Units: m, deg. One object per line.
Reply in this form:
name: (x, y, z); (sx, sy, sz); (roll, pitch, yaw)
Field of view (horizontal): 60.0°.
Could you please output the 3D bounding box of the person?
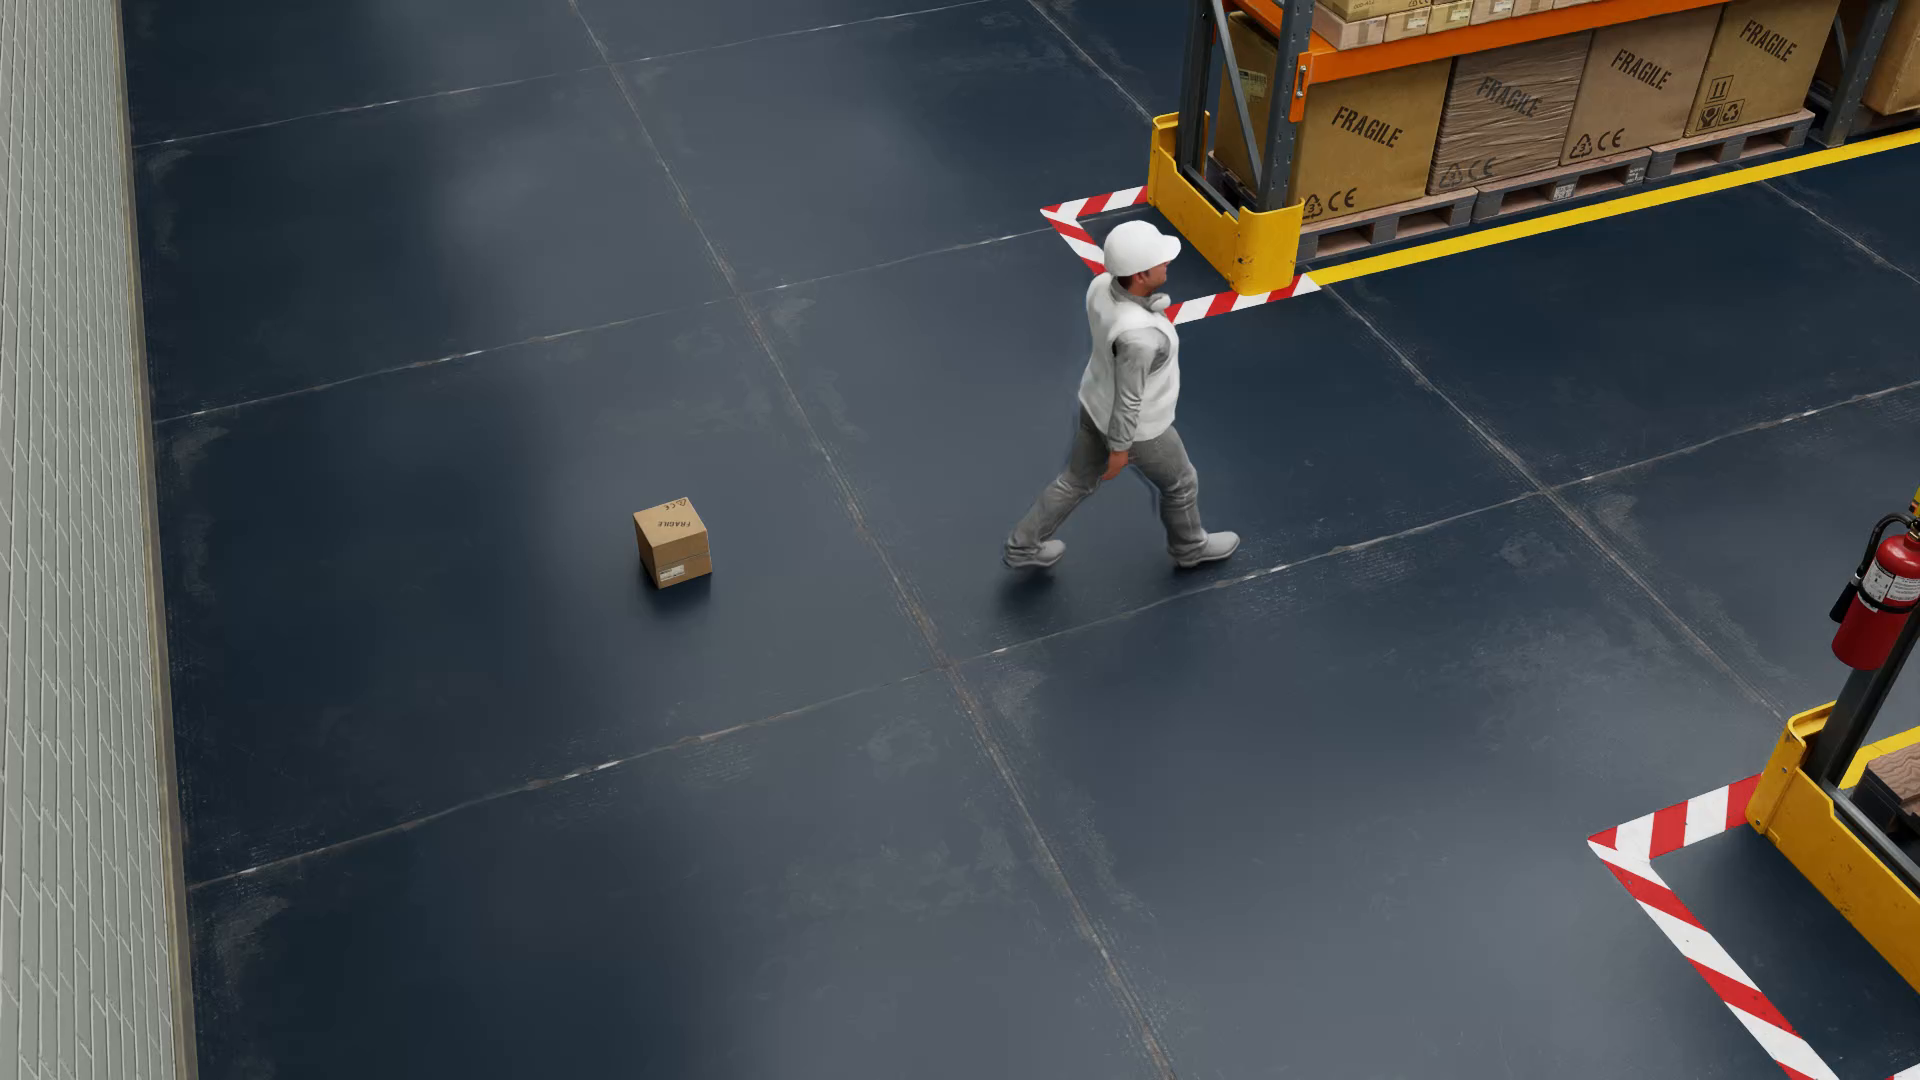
person: (0.704, -0.548, 6.763); (1.054, 1.724, 0.546); (-13, 43, -14)
